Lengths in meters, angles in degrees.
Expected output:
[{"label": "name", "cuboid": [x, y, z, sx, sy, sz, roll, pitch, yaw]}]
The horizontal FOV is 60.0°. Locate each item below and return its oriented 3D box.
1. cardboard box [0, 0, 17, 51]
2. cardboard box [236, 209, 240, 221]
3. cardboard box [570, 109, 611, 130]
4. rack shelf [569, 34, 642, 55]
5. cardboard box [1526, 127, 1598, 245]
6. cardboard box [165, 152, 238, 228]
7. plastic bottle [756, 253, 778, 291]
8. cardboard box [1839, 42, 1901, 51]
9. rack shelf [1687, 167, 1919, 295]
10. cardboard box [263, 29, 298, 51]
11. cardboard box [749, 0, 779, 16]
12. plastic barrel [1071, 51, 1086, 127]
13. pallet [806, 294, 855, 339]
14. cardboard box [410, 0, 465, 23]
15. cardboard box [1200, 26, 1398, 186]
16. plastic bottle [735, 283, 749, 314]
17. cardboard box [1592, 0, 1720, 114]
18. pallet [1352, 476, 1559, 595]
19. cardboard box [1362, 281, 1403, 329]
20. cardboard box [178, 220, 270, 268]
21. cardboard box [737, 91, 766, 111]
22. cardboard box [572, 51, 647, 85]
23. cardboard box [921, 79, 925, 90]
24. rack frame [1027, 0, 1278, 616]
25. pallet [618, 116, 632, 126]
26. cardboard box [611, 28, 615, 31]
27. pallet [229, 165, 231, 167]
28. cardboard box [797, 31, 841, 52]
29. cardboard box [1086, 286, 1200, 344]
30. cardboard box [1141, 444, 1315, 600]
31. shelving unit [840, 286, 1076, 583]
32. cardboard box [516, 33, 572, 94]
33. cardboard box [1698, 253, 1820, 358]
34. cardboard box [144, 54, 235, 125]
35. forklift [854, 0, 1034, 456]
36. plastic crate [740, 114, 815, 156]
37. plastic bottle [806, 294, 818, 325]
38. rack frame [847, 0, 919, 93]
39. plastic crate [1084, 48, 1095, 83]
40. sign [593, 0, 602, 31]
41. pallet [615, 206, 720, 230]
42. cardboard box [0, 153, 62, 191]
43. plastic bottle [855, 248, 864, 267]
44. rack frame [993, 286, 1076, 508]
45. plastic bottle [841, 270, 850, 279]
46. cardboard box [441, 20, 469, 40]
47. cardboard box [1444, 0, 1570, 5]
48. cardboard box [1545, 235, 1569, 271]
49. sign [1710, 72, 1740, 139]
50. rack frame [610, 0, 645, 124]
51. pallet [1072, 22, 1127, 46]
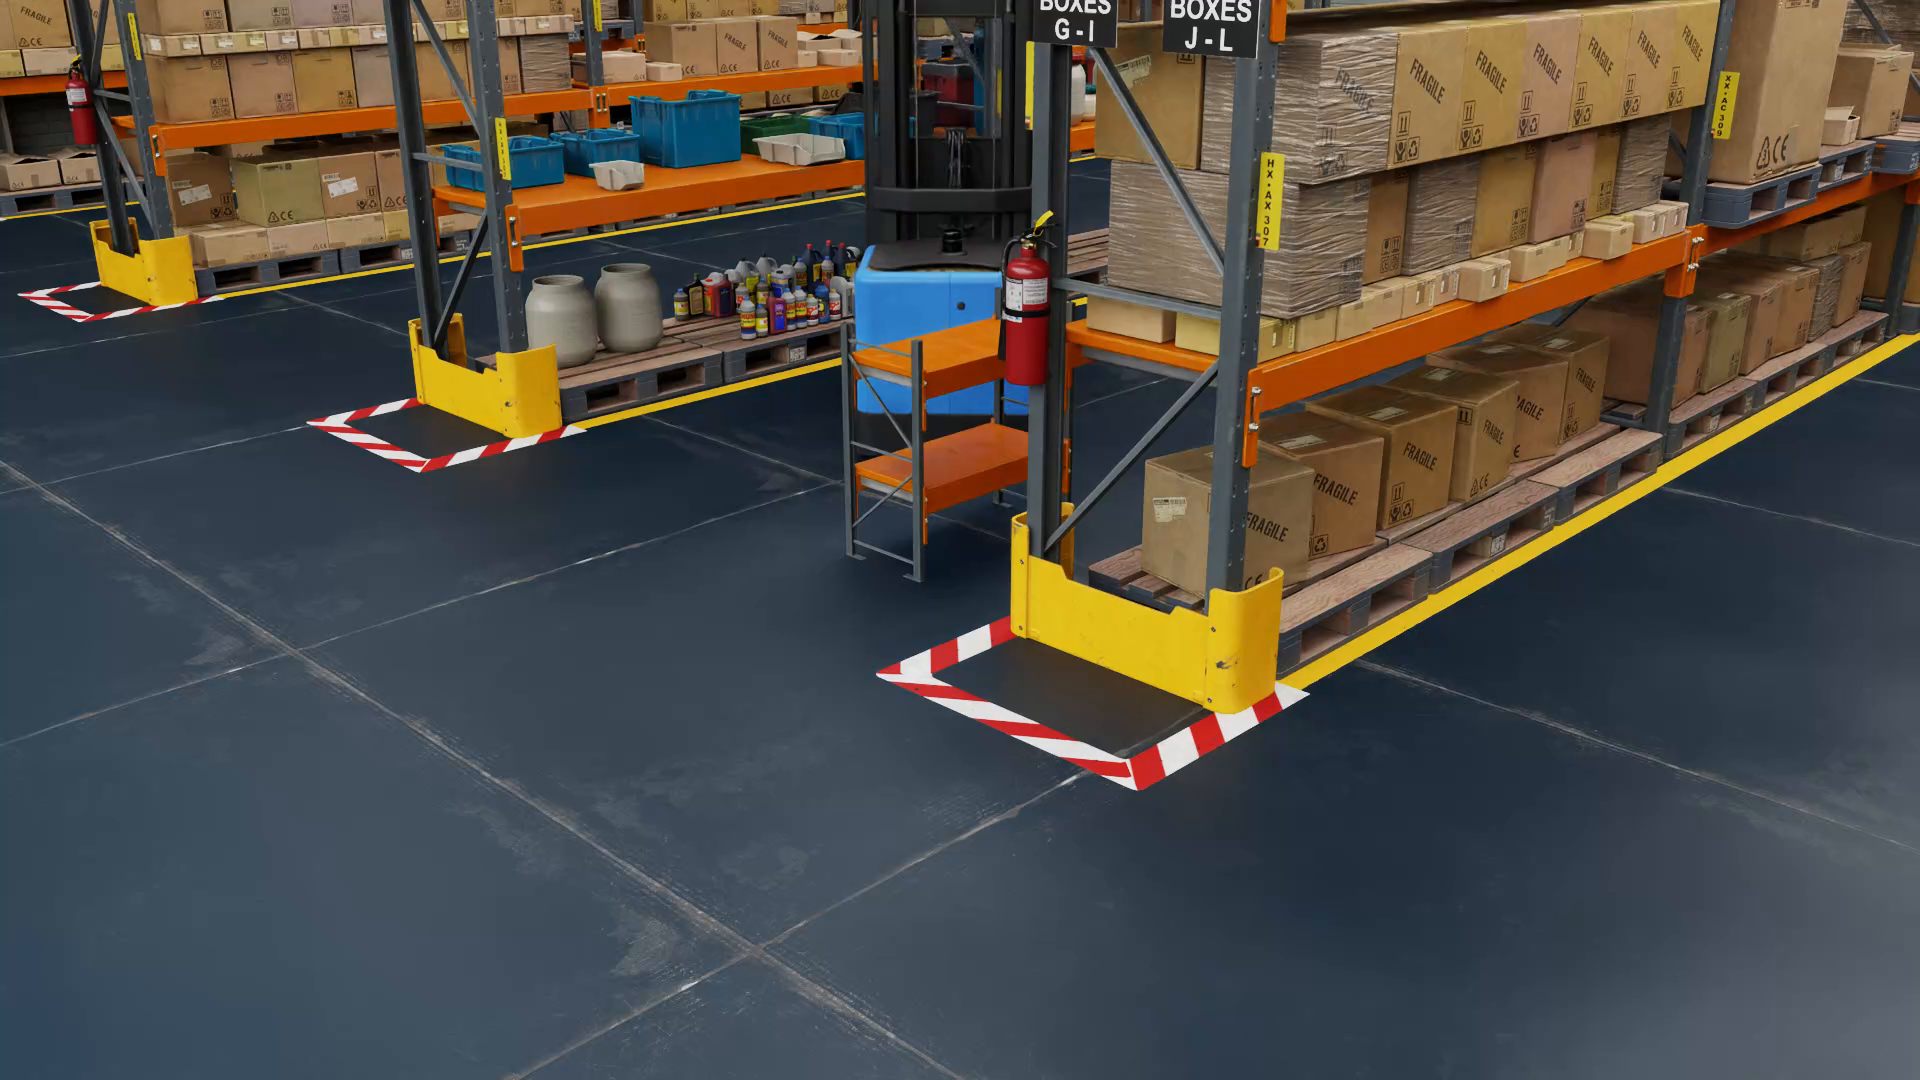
[{"label": "cardboard box", "cuboid": [-9.425, -4.952, 15.913, 0.500, 0.500, 0.500, 19, 28, 41]}, {"label": "cardboard box", "cuboid": [-5.919, -2.632, 13.989, 0.500, 0.250, 0.500, 19, 28, 41]}, {"label": "cardboard box", "cuboid": [-4.857, -5.512, 21.105, 0.500, 0.500, 0.700, -20, 29, -41]}, {"label": "rack shelf", "cuboid": [-5.788, -5.822, 20.042, 1.077, 0.370, 4.000, 19, 28, 41]}, {"label": "cardboard box", "cuboid": [2.455, -1.736, 7.856, 0.875, 0.500, 0.500, 19, 28, 41]}, {"label": "cardboard box", "cuboid": [-6.261, -2.851, 13.513, 0.500, 0.500, 0.500, 19, 28, 41]}, {"label": "plastic bottle", "cuboid": [-1.373, -1.871, 11.841, 0.144, 0.351, 0.185, 19, 28, 40]}, {"label": "cardboard box", "cuboid": [5.906, -3.046, 11.094, 0.500, 0.500, 0.500, 15, 26, 34]}, {"label": "rack shelf", "cuboid": [4.859, -2.102, 10.366, 1.077, 0.370, 4.000, 19, 28, 41]}, {"label": "cardboard box", "cuboid": [-5.459, -3.969, 13.177, 0.380, 0.149, 0.250, 19, 28, 40]}, {"label": "cardboard box", "cuboid": [-2.794, -7.322, 22.363, 0.500, 0.500, 0.500, -19, 28, -41]}, {"label": "plastic barrel", "cuboid": [0.740, -3.418, 12.597, 0.433, 0.535, 0.433, 0, 21, 0]}, {"label": "pallet", "cuboid": [-0.583, -1.700, 12.203, 1.003, 0.211, 1.213, 19, 28, 41]}, {"label": "cardboard box", "cuboid": [-4.637, -4.682, 14.128, 0.700, 0.500, 0.500, 19, 28, 41]}, {"label": "cardboard box", "cuboid": [1.253, -1.621, 6.164, 0.500, 0.500, 0.500, 19, 28, 41]}, {"label": "plastic bottle", "cuboid": [-1.513, -1.684, 11.561, 0.097, 0.201, 0.097, 0, 21, 0]}, {"label": "cardboard box", "cuboid": [3.347, -2.392, 8.169, 0.500, 0.500, 0.500, 19, 28, 41]}, {"label": "pallet", "cuboid": [2.170, -0.126, 8.108, 1.003, 0.211, 1.213, 19, 28, 41]}, {"label": "cardboard box", "cuboid": [1.576, -0.982, 6.798, 0.380, 0.149, 0.250, 19, 28, 41]}, {"label": "cardboard box", "cuboid": [-5.888, -2.371, 13.309, 0.500, 0.250, 0.500, 19, 28, 41]}, {"label": "cardboard box", "cuboid": [-3.170, -6.244, 22.549, 0.750, 0.750, 0.750, 19, 28, 40]}, {"label": "cardboard box", "cuboid": [-3.319, -4.472, 15.737, 0.500, 0.250, 0.500, -18, 27, -39]}, {"label": "cardboard box", "cuboid": [-0.320, -5.136, 19.082, 0.500, 0.250, 0.500, -19, 28, -40]}, {"label": "rack frame", "cuboid": [0.674, -0.896, 6.224, 1.000, 3.000, 0.127, 19, 28, 41]}, {"label": "pallet", "cuboid": [-3.788, -5.554, 22.229, 1.003, 0.211, 1.213, 19, 28, 41]}, {"label": "cardboard box", "cuboid": [-4.349, -6.711, 21.677, 0.250, 0.149, 0.380, -20, 28, -41]}, {"label": "pallet", "cuboid": [-7.626, -4.160, 18.604, 1.003, 0.211, 1.213, 19, 28, 41]}, {"label": "cardboard box", "cuboid": [-1.603, -5.210, 17.572, 0.500, 0.311, 0.500, 19, 28, 40]}, {"label": "cardboard box", "cuboid": [0.725, -0.904, 6.594, 0.380, 0.149, 0.250, 19, 28, 41]}, {"label": "cardboard box", "cuboid": [1.121, -0.081, 7.004, 0.500, 0.500, 0.500, -14, 25, -32]}, {"label": "shelving unit", "cuboid": [0.005, -0.527, 7.877, 0.538, 1.125, 1.048, 19, 28, 41]}, {"label": "cardboard box", "cuboid": [-3.936, -4.335, 15.034, 0.700, 0.500, 0.500, 18, 28, 39]}, {"label": "cardboard box", "cuboid": [5.033, -1.520, 10.720, 0.500, 0.500, 0.700, -17, 27, -38]}, {"label": "cardboard box", "cuboid": [-6.087, -3.540, 12.963, 0.700, 0.500, 0.500, 19, 28, 41]}, {"label": "forklift", "cuboid": [-0.007, -2.295, 9.961, 1.130, 2.935, 3.031, 1, 21, 2]}, {"label": "plastic crate", "cuboid": [-1.234, -2.786, 11.439, 0.450, 0.188, 0.662, 19, 28, 41]}, {"label": "plastic bottle", "cuboid": [-1.009, -1.562, 11.245, 0.097, 0.201, 0.097, 0, 21, 0]}, {"label": "rack frame", "cuboid": [-0.841, -5.433, 18.028, 1.000, 3.000, 0.127, 19, 28, 41]}, {"label": "plastic crate", "cuboid": [1.359, -3.883, 13.907, 0.402, 0.464, 0.583, 19, 28, 41]}, {"label": "sign", "cuboid": [-3.232, -4.707, 14.823, 0.100, 0.325, 0.005, 19, 28, 41]}, {"label": "pallet", "cuboid": [-3.145, -3.302, 16.371, 1.003, 0.211, 1.213, 19, 28, 41]}, {"label": "cardboard box", "cuboid": [-9.426, -3.721, 16.708, 0.500, 0.311, 0.500, 15, 26, 35]}, {"label": "plastic bottle", "cuboid": [-0.750, -2.012, 12.302, 0.061, 0.283, 0.133, 19, 28, 41]}, {"label": "rack frame", "cuboid": [0.359, -0.657, 8.217, 0.500, 1.125, 0.032, 19, 28, 41]}, {"label": "plastic bottle", "cuboid": [-0.778, -1.750, 11.620, 0.061, 0.283, 0.133, 19, 28, 41]}, {"label": "cardboard box", "cuboid": [-4.378, -4.369, 14.218, 0.380, 0.149, 0.250, 19, 28, 40]}, {"label": "cardboard box", "cuboid": [2.620, -2.395, 8.178, 0.500, 0.500, 0.500, 19, 28, 41]}, {"label": "cardboard box", "cuboid": [2.617, -1.369, 7.806, 0.380, 0.149, 0.250, 19, 28, 41]}, {"label": "sign", "cuboid": [3.858, -2.194, 8.396, 0.100, 0.325, 0.005, 19, 28, 41]}, {"label": "rack frame", "cuboid": [-4.392, -6.671, 21.251, 1.000, 3.000, 0.127, 19, 28, 41]}, {"label": "pallet", "cuboid": [1.314, -6.193, 20.274, 1.003, 0.211, 1.213, 19, 28, 41]}]
